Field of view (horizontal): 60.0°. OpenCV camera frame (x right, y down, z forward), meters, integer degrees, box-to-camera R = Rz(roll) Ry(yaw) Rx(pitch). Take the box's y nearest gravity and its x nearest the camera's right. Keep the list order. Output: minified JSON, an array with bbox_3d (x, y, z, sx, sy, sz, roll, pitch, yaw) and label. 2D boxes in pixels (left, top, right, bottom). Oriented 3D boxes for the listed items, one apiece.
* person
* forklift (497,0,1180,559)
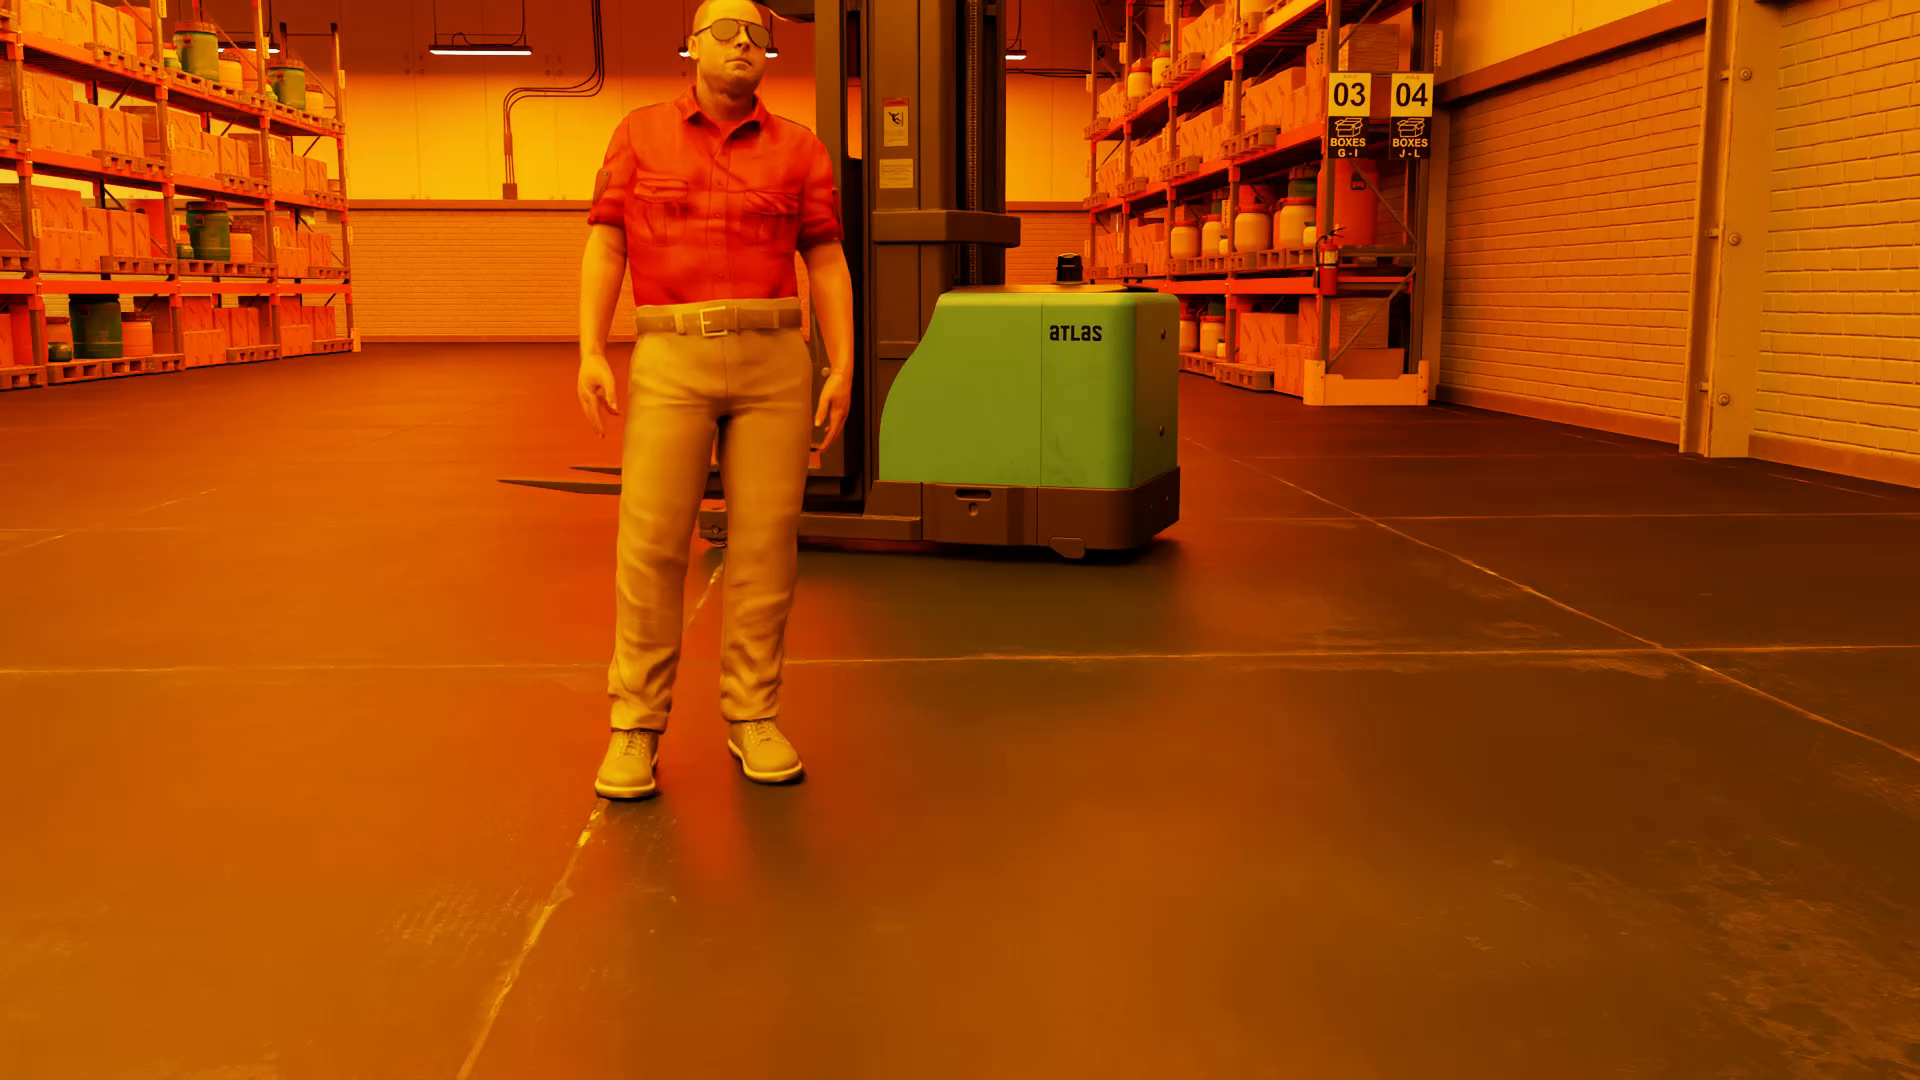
[{"bbox_3d":[-0.529,-0.338,3.696,0.628,1.736,0.524,-2,9,-12],"label":"person"},{"bbox_3d":[-0.594,-1.480,7.297,3.031,2.935,1.130,3,9,19],"label":"forklift"}]
